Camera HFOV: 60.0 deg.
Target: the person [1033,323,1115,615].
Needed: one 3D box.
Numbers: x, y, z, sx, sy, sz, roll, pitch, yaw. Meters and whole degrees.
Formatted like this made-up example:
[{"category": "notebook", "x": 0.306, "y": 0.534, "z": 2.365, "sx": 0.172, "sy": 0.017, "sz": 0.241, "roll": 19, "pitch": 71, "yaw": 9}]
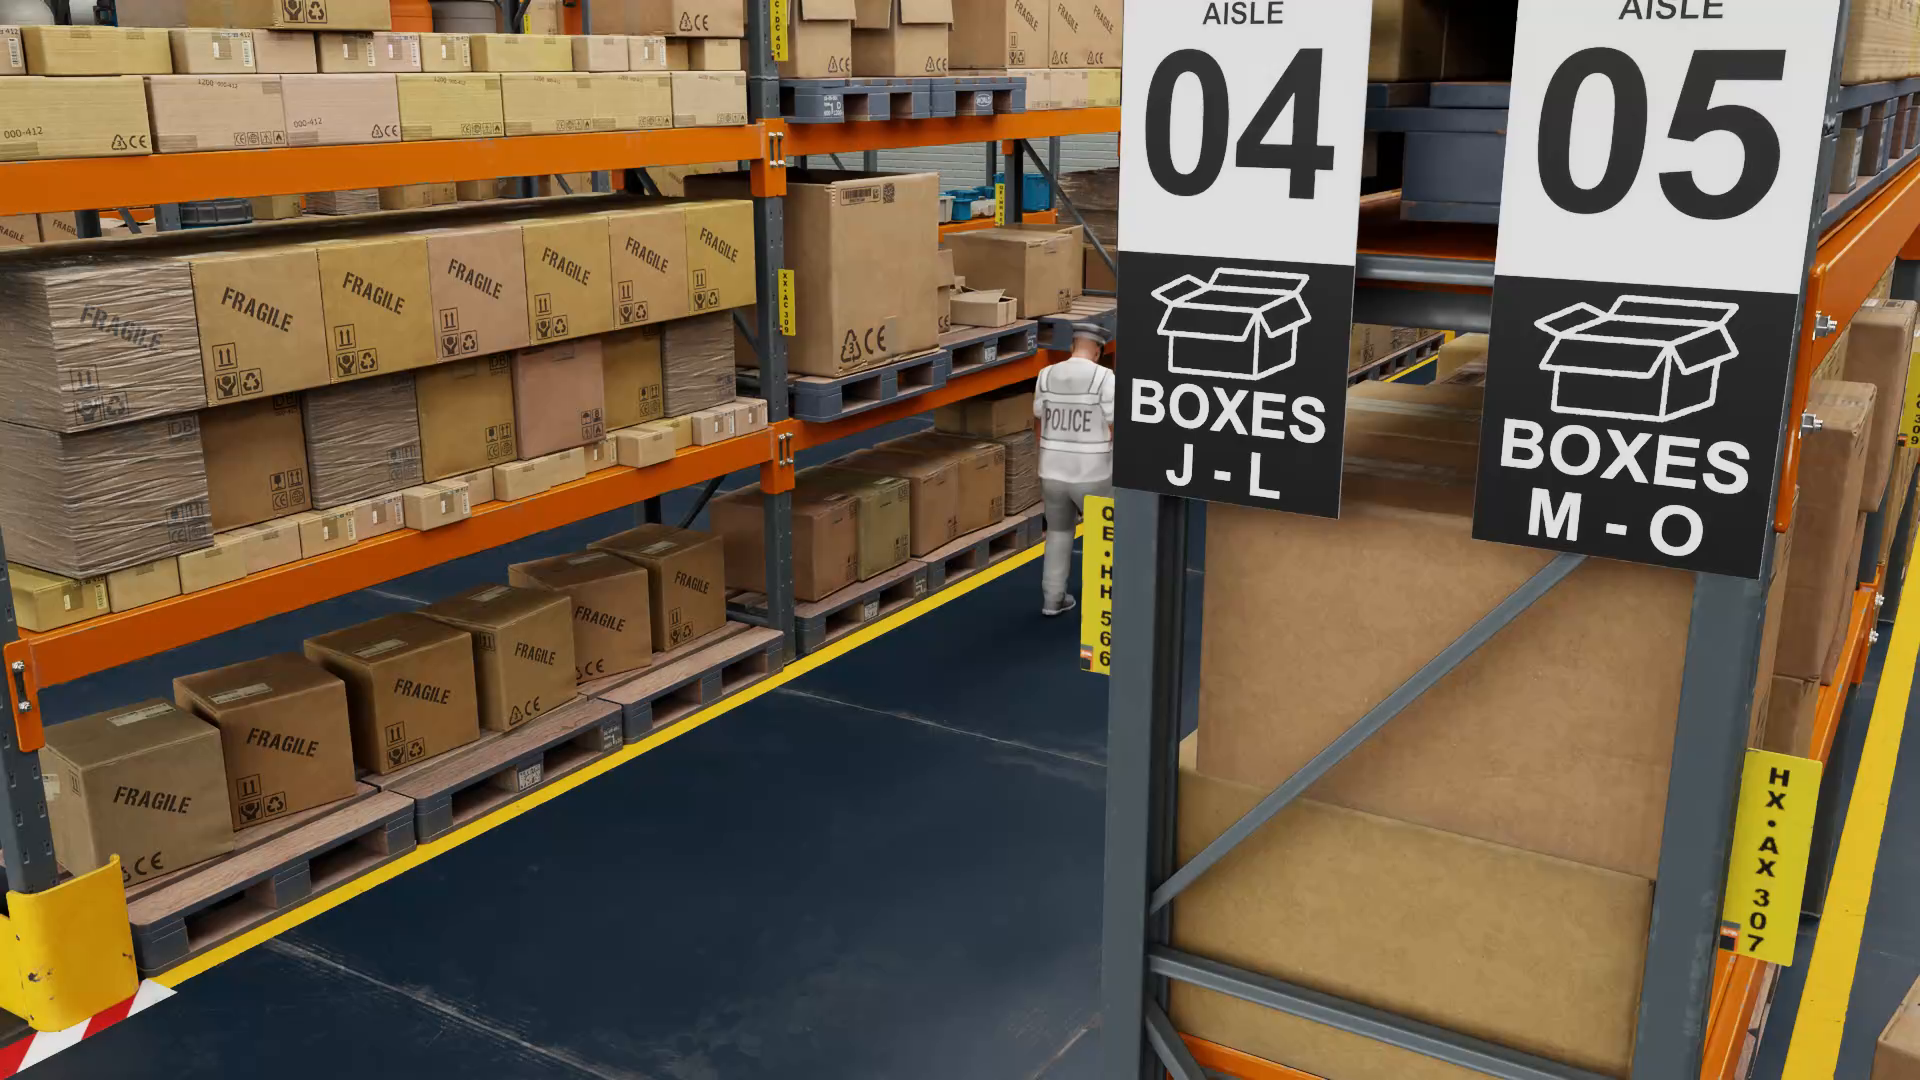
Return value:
[{"category": "person", "x": 0.671, "y": -0.382, "z": 9.484, "sx": 0.561, "sy": 1.690, "sz": 0.517, "roll": 9, "pitch": 19, "yaw": 30}]
